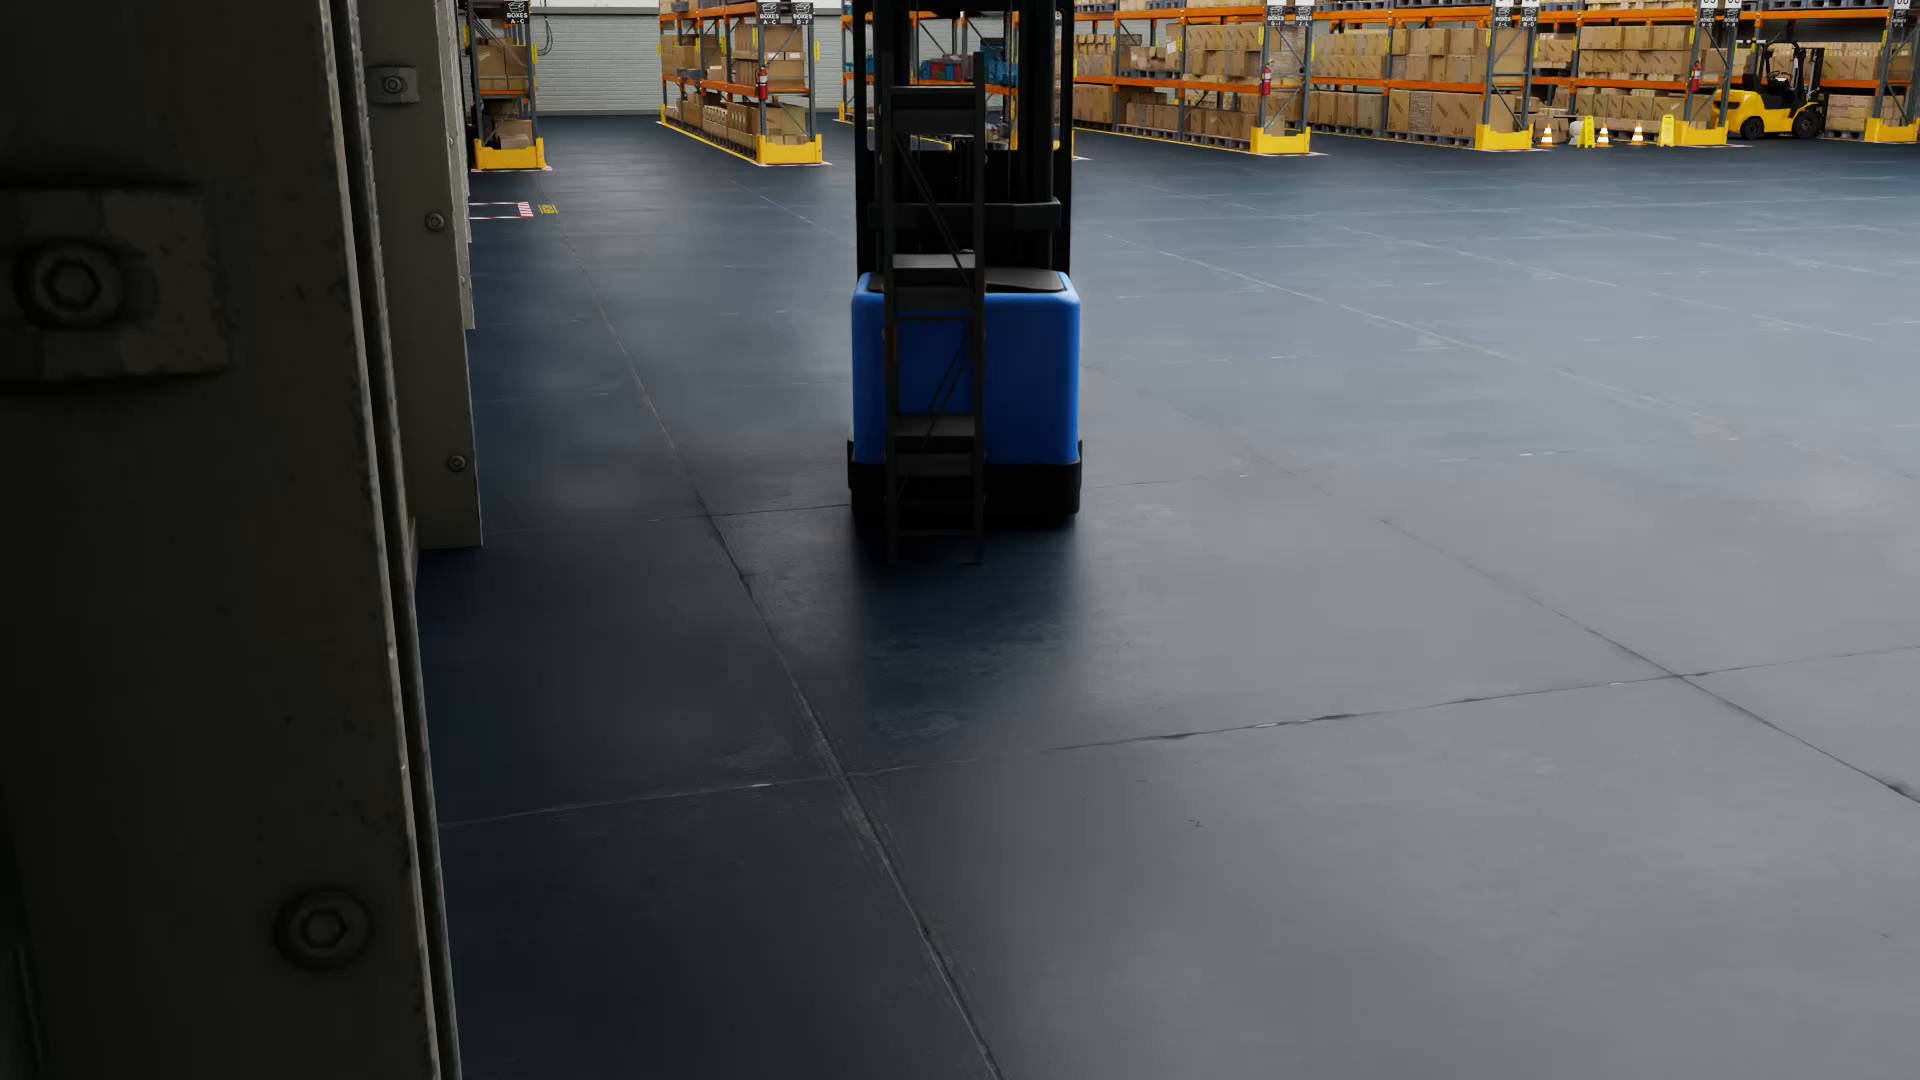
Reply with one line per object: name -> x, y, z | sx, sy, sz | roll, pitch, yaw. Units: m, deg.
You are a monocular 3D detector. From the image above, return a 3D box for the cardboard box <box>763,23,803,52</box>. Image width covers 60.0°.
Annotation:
cardboard box -> -3.261, -9.176, 30.357 | 0.700, 0.500, 0.500 | -5, 17, -15

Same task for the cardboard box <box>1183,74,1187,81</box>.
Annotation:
cardboard box -> 5.066, -10.047, 36.122 | 0.380, 0.149, 0.250 | -5, 17, -15

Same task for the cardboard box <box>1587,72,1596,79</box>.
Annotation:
cardboard box -> 14.722, -10.736, 38.414 | 0.380, 0.149, 0.250 | -4, 17, -14

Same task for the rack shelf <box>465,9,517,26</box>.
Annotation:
rack shelf -> -9.541, -10.721, 33.966 | 1.077, 0.370, 4.000 | -5, 17, -15

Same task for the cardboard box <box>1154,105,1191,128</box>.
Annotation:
cardboard box -> 4.881, -9.724, 38.190 | 0.700, 0.500, 0.500 | -6, 18, -20

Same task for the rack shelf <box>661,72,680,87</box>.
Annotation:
rack shelf -> -6.978, -11.890, 43.071 | 1.077, 0.370, 4.000 | -5, 17, -15

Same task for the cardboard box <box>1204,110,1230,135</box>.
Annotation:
cardboard box -> 5.533, -8.983, 35.758 | 0.500, 0.500, 0.500 | 1, 17, 2

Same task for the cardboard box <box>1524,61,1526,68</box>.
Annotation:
cardboard box -> 14.034, -11.666, 40.781 | 0.380, 0.149, 0.250 | -4, 17, -14

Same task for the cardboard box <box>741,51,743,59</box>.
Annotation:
cardboard box -> -4.060, -9.455, 32.413 | 0.380, 0.149, 0.250 | -5, 18, -17

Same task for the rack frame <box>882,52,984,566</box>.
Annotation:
rack frame -> -0.105, -0.899, 6.796 | 0.400, 2.100, 0.015 | 0, 17, 0

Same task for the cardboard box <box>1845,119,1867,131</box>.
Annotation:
cardboard box -> 20.263, -9.310, 37.283 | 0.500, 0.250, 0.500 | -5, 17, -15

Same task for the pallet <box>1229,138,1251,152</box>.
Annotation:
pallet -> 6.185, -8.057, 33.908 | 1.003, 0.211, 1.213 | -5, 17, -15

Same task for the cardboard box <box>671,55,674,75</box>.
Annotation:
cardboard box -> -7.099, -12.132, 42.451 | 0.500, 0.500, 0.500 | -4, 17, -14

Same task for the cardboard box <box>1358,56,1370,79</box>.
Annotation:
cardboard box -> 9.554, -10.926, 38.437 | 0.500, 0.500, 0.500 | -5, 17, -16

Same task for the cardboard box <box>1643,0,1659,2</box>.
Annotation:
cardboard box -> 15.240, -11.837, 36.176 | 0.500, 0.250, 0.500 | -4, 17, -14

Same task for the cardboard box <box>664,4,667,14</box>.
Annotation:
cardboard box -> -7.367, -13.713, 42.936 | 0.500, 0.250, 0.500 | -5, 17, -15

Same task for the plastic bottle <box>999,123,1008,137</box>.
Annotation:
plastic bottle -> 0.905, -8.538, 34.632 | 0.152, 0.276, 0.135 | -5, 17, -15

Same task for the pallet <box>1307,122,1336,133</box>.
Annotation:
pallet -> 9.138, -10.162, 40.914 | 1.003, 0.211, 1.213 | -5, 17, -15

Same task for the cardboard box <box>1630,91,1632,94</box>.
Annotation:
cardboard box -> 18.118, -11.965, 44.559 | 0.380, 0.149, 0.250 | -6, 18, -18

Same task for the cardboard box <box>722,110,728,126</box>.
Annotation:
cardboard box -> -4.617, -8.711, 34.311 | 0.500, 0.311, 0.500 | -5, 17, -15

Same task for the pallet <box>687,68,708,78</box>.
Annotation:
pallet -> -5.868, -11.021, 39.260 | 1.003, 0.211, 1.213 | -5, 17, -15

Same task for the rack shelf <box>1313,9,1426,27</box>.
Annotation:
rack shelf -> 9.543, -12.260, 39.089 | 1.077, 0.370, 4.000 | -5, 17, -15

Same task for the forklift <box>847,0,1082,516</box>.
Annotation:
forklift -> 0.014, -1.880, 8.616 | 1.130, 2.935, 3.031 | 0, 17, 0

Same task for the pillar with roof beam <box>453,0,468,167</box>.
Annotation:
pillar with roof beam -> -4.777, -11.308, 29.456 | 9.100, 9.000, 0.400 | -5, 17, -15

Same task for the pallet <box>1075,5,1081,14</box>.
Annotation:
pallet -> 3.397, -13.559, 42.495 | 0.805, 0.209, 1.217 | -5, 18, -17

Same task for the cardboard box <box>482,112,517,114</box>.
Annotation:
cardboard box -> -9.501, -8.575, 34.365 | 0.700, 0.500, 0.500 | -4, 17, -15

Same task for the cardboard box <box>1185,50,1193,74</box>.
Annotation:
cardboard box -> 5.361, -10.312, 35.875 | 0.875, 0.500, 0.500 | -5, 17, -15

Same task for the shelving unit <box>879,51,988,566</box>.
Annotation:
shelving unit -> -0.108, -0.970, 7.030 | 0.431, 2.100, 0.503 | 0, 17, 0

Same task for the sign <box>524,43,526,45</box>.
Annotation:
sign -> -8.472, -9.535, 32.477 | 0.100, 0.325, 0.005 | -5, 17, -15

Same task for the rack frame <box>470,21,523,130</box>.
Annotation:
rack frame -> -10.091, -10.182, 36.135 | 1.000, 3.000, 0.127 | -5, 17, -15

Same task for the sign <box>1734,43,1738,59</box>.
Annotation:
sign -> 16.446, -10.385, 35.306 | 0.100, 0.325, 0.005 | -5, 17, -15

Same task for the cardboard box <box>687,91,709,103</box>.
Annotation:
cardboard box -> -6.255, -10.624, 39.884 | 0.500, 0.250, 0.500 | -5, 17, -15

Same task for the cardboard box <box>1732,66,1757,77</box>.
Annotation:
cardboard box -> 19.206, -11.474, 40.698 | 0.500, 0.250, 0.500 | -4, 17, -14

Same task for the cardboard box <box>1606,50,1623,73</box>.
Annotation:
cardboard box -> 14.964, -10.804, 37.514 | 0.500, 0.500, 0.500 | -5, 17, -16

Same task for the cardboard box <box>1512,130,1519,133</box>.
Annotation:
cardboard box -> 12.336, -8.976, 36.871 | 0.396, 0.266, 0.258 | -2, 17, -6

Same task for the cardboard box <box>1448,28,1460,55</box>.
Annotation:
cardboard box -> 10.865, -10.514, 35.101 | 0.875, 0.550, 0.550 | -5, 17, -15

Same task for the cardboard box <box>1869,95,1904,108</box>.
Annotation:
cardboard box -> 20.746, -9.832, 37.282 | 0.500, 0.250, 0.500 | -5, 17, -16

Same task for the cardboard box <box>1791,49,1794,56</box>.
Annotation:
cardboard box -> 19.669, -11.389, 38.852 | 0.380, 0.149, 0.250 | -5, 17, -16

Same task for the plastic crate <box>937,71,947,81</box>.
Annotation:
plastic crate -> -0.216, -10.217, 36.619 | 0.450, 0.188, 0.662 | -5, 17, -15

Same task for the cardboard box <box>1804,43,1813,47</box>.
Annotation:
cardboard box -> 19.829, -11.467, 38.594 | 0.380, 0.149, 0.250 | -5, 17, -15

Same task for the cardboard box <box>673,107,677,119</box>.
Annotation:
cardboard box -> -7.064, -10.947, 42.590 | 0.500, 0.311, 0.500 | -5, 17, -15

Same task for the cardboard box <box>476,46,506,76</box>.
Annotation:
cardboard box -> -8.226, -8.380, 29.058 | 0.500, 0.500, 0.500 | -5, 17, -16

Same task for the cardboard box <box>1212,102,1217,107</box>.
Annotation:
cardboard box -> 7.262, -12.161, 46.430 | 0.380, 0.149, 0.250 | -4, 17, -14

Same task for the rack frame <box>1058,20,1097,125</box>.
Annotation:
rack frame -> 3.098, -12.463, 43.730 | 1.000, 3.000, 0.127 | -5, 17, -15

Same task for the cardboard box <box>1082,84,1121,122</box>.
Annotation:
cardboard box -> 3.790, -10.980, 41.756 | 1.225, 0.875, 0.875 | -5, 17, -15

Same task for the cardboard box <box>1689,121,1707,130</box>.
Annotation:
cardboard box -> 15.968, -9.057, 36.439 | 0.500, 0.250, 0.500 | -5, 17, -16

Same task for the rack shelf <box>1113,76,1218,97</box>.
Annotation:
rack shelf -> 4.747, -10.459, 38.308 | 1.077, 0.370, 4.000 | -5, 17, -15

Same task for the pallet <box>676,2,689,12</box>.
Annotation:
pallet -> -6.028, -12.555, 39.148 | 1.213, 0.211, 1.003 | -5, 17, -15

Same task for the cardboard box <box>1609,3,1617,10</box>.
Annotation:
cardboard box -> 14.898, -12.036, 37.529 | 0.380, 0.149, 0.250 | -4, 17, -14

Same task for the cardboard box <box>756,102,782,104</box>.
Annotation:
cardboard box -> -3.766, -8.462, 33.154 | 0.500, 0.500, 0.500 | -5, 17, -15

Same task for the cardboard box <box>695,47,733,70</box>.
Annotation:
cardboard box -> -5.610, -10.989, 37.918 | 0.700, 0.500, 0.500 | -12, 20, -34
